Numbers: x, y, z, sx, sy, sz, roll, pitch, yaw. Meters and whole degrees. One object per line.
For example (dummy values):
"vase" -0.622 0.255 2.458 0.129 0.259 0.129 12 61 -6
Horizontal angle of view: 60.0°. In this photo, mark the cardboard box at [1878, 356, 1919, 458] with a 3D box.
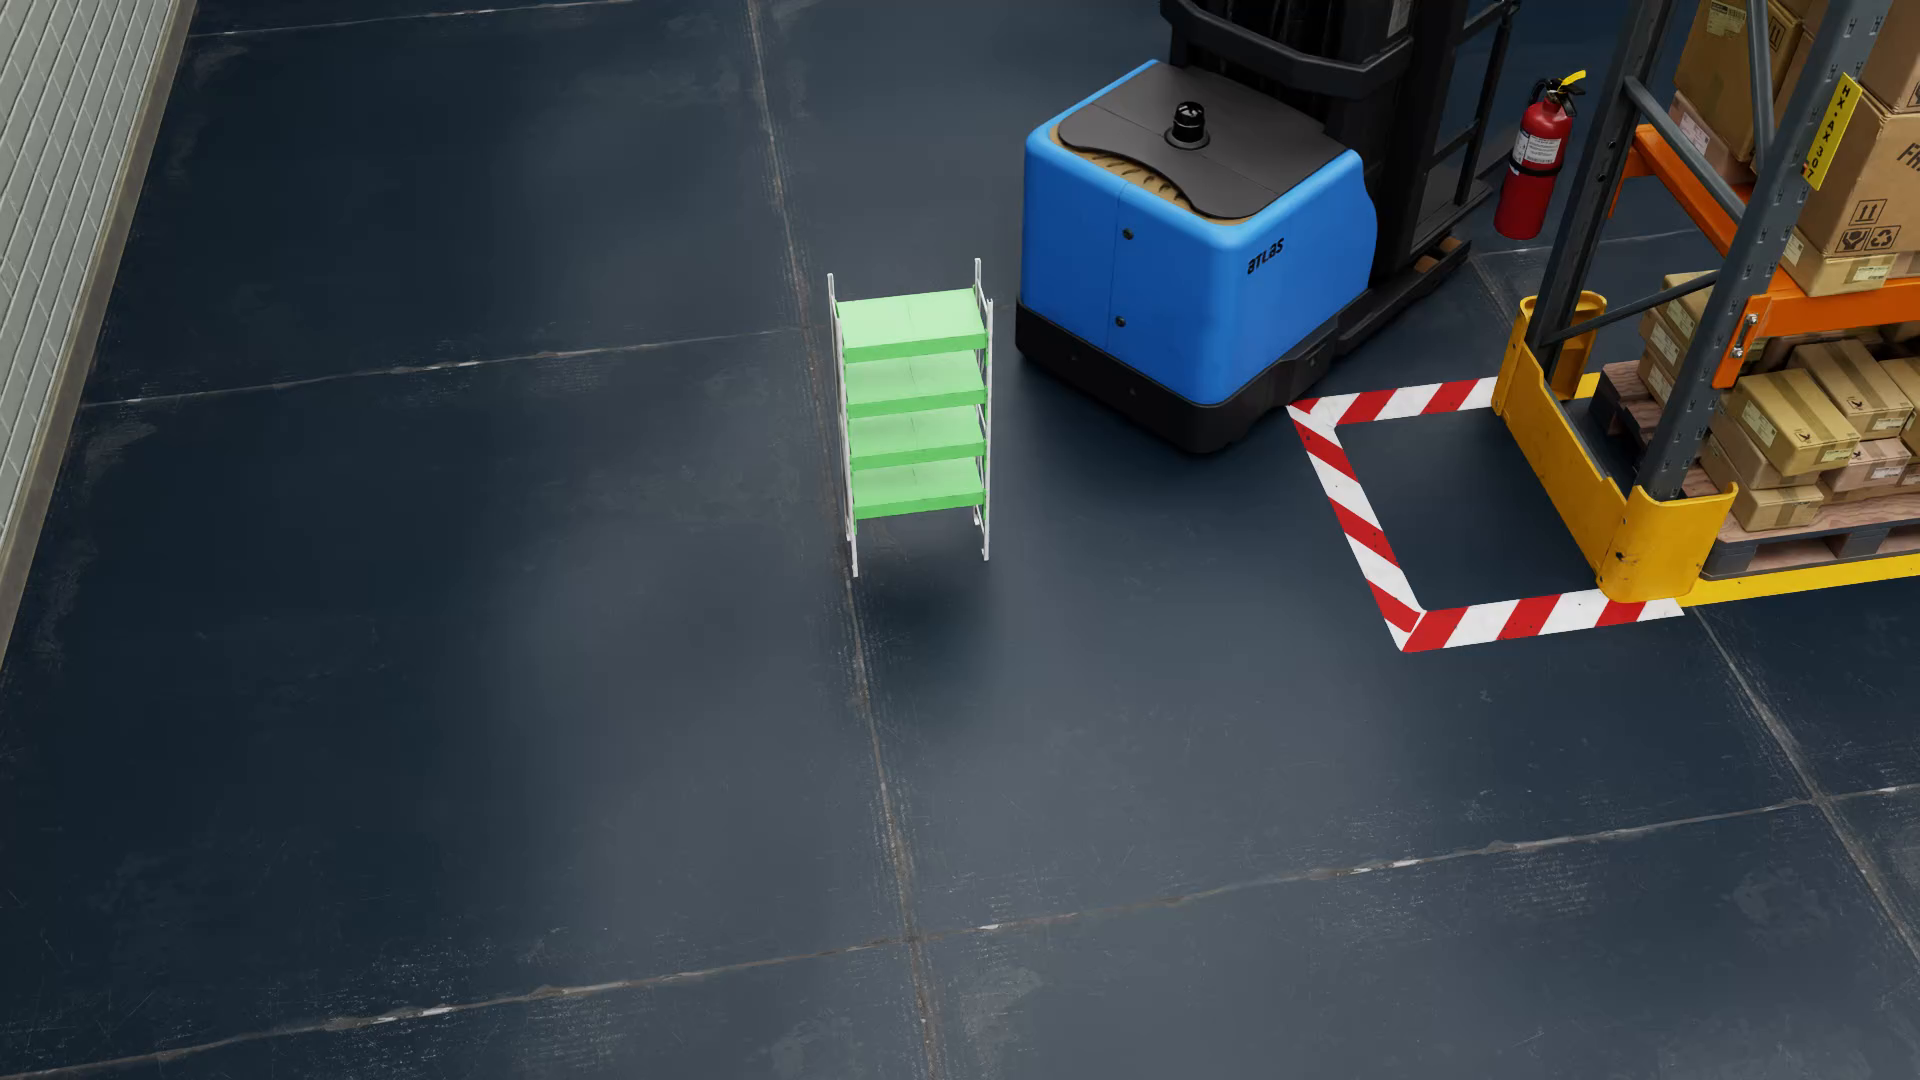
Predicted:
"cardboard box" 3.445 -0.475 5.900 0.250 0.149 0.380 -7 47 -7

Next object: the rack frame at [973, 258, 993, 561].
"rack frame" 0.077 -0.426 5.827 0.015 1.200 0.240 -7 46 -7

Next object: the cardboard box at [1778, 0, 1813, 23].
"cardboard box" 2.758 -1.947 5.073 0.500 0.500 0.500 -8 47 -8

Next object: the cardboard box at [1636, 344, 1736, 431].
"cardboard box" 2.833 -0.599 6.432 0.250 0.149 0.380 -6 46 -6

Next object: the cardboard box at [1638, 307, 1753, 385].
"cardboard box" 2.821 -0.757 6.378 0.250 0.149 0.380 -8 47 -8

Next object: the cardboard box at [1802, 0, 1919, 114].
"cardboard box" 2.837 -1.581 4.720 0.500 0.500 0.500 -7 47 -7

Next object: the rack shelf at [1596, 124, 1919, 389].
"rack shelf" 4.320 -1.226 5.848 4.000 0.370 1.077 -7 46 -7

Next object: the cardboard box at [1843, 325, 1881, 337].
"cardboard box" 3.319 -0.950 6.357 0.250 0.149 0.380 -8 47 -8

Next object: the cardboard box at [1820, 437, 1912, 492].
"cardboard box" 3.189 -0.365 6.000 0.250 0.149 0.380 -7 47 -7

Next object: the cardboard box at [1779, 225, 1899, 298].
"cardboard box" 2.725 -0.950 5.257 0.250 0.149 0.380 -7 47 -7

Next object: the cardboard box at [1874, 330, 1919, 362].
"cardboard box" 3.615 -0.782 6.402 0.250 0.149 0.380 -8 47 -7

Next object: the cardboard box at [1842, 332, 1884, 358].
"cardboard box" 3.333 -0.822 6.440 0.250 0.149 0.380 -9 47 -8

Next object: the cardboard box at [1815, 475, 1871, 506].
"cardboard box" 3.164 -0.314 6.157 0.250 0.149 0.380 -7 47 -7

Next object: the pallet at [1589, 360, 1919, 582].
"pallet" 3.231 -0.346 6.437 1.213 0.211 1.003 -7 46 -7

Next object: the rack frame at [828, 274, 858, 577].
"rack frame" -0.404 -0.366 5.769 0.015 1.200 0.240 -7 46 -7

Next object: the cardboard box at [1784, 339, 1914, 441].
"cardboard box" 3.175 -0.535 5.958 0.250 0.149 0.380 -6 46 -6

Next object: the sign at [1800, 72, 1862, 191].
"sign" 2.442 -1.145 4.669 0.005 0.325 0.100 -7 46 -7

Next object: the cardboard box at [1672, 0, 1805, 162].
"cardboard box" 2.748 -1.605 5.438 0.500 0.500 0.500 -6 46 -6

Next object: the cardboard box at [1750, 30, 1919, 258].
"cardboard box" 2.839 -1.227 5.073 0.500 0.500 0.500 -5 46 -5

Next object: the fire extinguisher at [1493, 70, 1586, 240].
"fire extinguisher" 2.023 -1.370 5.800 0.183 0.674 0.296 -7 46 -7

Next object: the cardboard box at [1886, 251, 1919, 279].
"cardboard box" 2.968 -1.010 5.315 0.250 0.149 0.380 -6 46 -5

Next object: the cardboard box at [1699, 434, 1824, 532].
"cardboard box" 2.920 -0.223 6.070 0.250 0.149 0.380 -6 46 -6

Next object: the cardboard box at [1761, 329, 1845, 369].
"cardboard box" 3.085 -0.828 6.239 0.250 0.149 0.380 -6 46 -6

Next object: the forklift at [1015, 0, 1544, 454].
"forklift" 1.608 -2.322 6.452 1.130 2.935 3.031 34 55 29

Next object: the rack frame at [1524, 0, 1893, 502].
"rack frame" 2.349 -1.230 5.352 0.127 3.000 1.000 -7 46 -7

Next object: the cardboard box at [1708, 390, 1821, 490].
"cardboard box" 2.910 -0.372 6.007 0.250 0.149 0.380 -5 46 -5

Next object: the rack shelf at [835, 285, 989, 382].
"rack shelf" -0.163 -0.685 5.499 0.480 0.148 0.258 -7 46 -7

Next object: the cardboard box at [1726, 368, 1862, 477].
"cardboard box" 2.924 -0.416 5.843 0.250 0.149 0.380 -9 47 -9

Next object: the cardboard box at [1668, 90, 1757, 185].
"cardboard box" 2.623 -1.383 5.674 0.250 0.149 0.380 -7 46 -7

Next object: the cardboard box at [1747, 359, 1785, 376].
"cardboard box" 3.088 -0.751 6.372 0.250 0.149 0.380 -8 47 -8

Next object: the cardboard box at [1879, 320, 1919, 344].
"cardboard box" 3.585 -0.936 6.344 0.250 0.149 0.380 -9 47 -8

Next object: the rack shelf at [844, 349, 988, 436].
"rack shelf" -0.163 -0.518 5.672 0.480 0.148 0.258 -7 46 -7

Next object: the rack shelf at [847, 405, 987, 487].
"rack shelf" -0.163 -0.352 5.844 0.480 0.148 0.258 -7 46 -7

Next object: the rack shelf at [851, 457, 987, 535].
"rack shelf" -0.163 -0.185 6.017 0.480 0.148 0.258 -7 46 -7

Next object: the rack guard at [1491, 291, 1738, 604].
"rack guard" 2.424 -0.372 6.261 0.348 0.500 1.175 -7 46 -7

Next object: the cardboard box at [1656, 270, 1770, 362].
"cardboard box" 2.828 -0.838 6.249 0.250 0.149 0.380 -7 46 -6

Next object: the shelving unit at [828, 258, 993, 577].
"shelving unit" -0.163 -0.396 5.798 0.503 1.200 0.258 -7 46 -7

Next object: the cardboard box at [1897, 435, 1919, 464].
"cardboard box" 3.415 -0.458 6.090 0.250 0.149 0.380 -7 46 -6

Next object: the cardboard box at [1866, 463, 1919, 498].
"cardboard box" 3.408 -0.349 6.191 0.250 0.149 0.380 -7 46 -6
